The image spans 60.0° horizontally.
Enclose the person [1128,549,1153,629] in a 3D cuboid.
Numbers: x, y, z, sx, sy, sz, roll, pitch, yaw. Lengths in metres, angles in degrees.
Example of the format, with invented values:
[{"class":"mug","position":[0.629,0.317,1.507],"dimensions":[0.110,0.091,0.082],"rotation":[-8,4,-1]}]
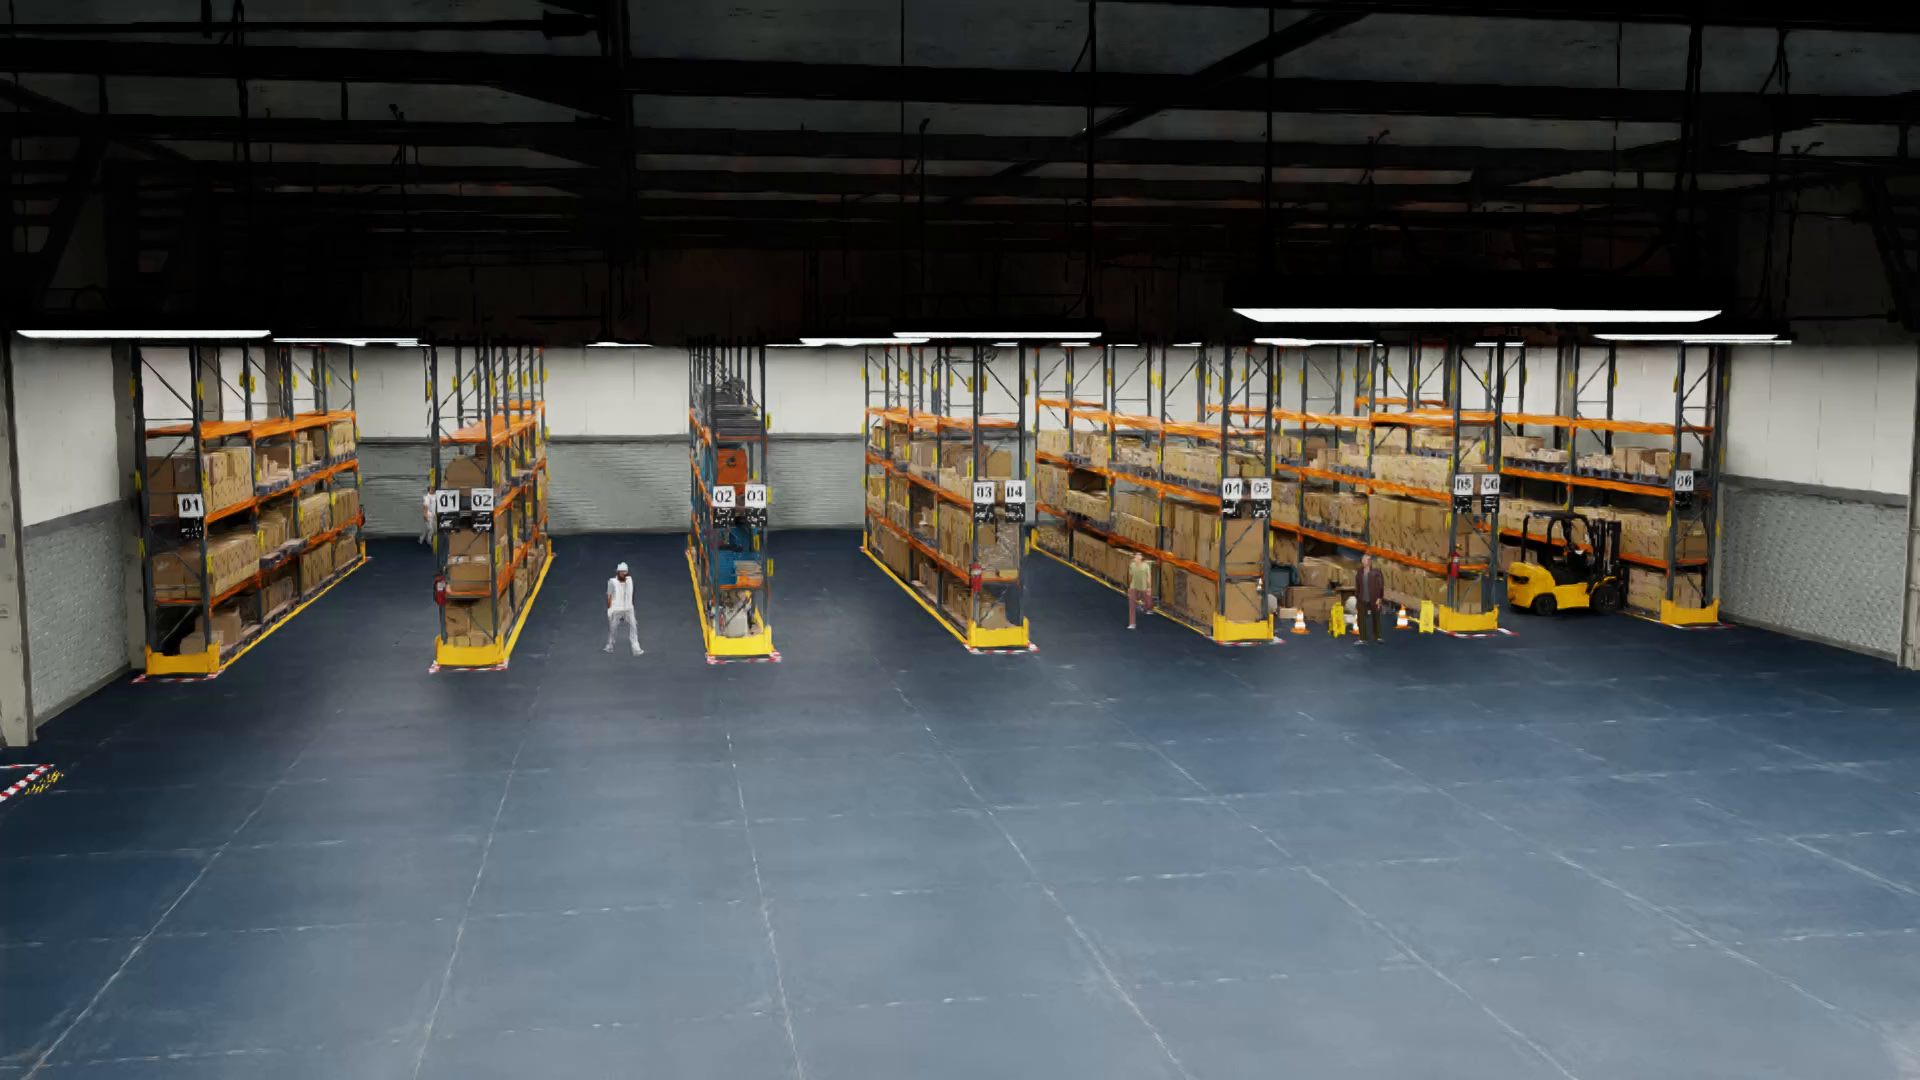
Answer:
[{"class":"person","position":[3.715,0.999,34.192],"dimensions":[0.519,1.611,0.962],"rotation":[1,7,10]}]

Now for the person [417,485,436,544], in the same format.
[{"class":"person","position":[-15.609,-0.744,48.825],"dimensions":[0.497,1.739,0.712],"rotation":[2,7,18]}]

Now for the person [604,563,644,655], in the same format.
[{"class":"person","position":[-6.351,1.290,31.274],"dimensions":[0.609,1.742,0.967],"rotation":[-4,8,-33]}]

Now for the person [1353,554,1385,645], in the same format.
[{"class":"person","position":[7.965,1.149,32.338],"dimensions":[0.607,1.770,0.657],"rotation":[5,8,37]}]

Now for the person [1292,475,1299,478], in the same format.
[{"class":"person","position":[10.950,-1.271,53.914],"dimensions":[0.507,1.661,0.566],"rotation":[5,8,36]}]
